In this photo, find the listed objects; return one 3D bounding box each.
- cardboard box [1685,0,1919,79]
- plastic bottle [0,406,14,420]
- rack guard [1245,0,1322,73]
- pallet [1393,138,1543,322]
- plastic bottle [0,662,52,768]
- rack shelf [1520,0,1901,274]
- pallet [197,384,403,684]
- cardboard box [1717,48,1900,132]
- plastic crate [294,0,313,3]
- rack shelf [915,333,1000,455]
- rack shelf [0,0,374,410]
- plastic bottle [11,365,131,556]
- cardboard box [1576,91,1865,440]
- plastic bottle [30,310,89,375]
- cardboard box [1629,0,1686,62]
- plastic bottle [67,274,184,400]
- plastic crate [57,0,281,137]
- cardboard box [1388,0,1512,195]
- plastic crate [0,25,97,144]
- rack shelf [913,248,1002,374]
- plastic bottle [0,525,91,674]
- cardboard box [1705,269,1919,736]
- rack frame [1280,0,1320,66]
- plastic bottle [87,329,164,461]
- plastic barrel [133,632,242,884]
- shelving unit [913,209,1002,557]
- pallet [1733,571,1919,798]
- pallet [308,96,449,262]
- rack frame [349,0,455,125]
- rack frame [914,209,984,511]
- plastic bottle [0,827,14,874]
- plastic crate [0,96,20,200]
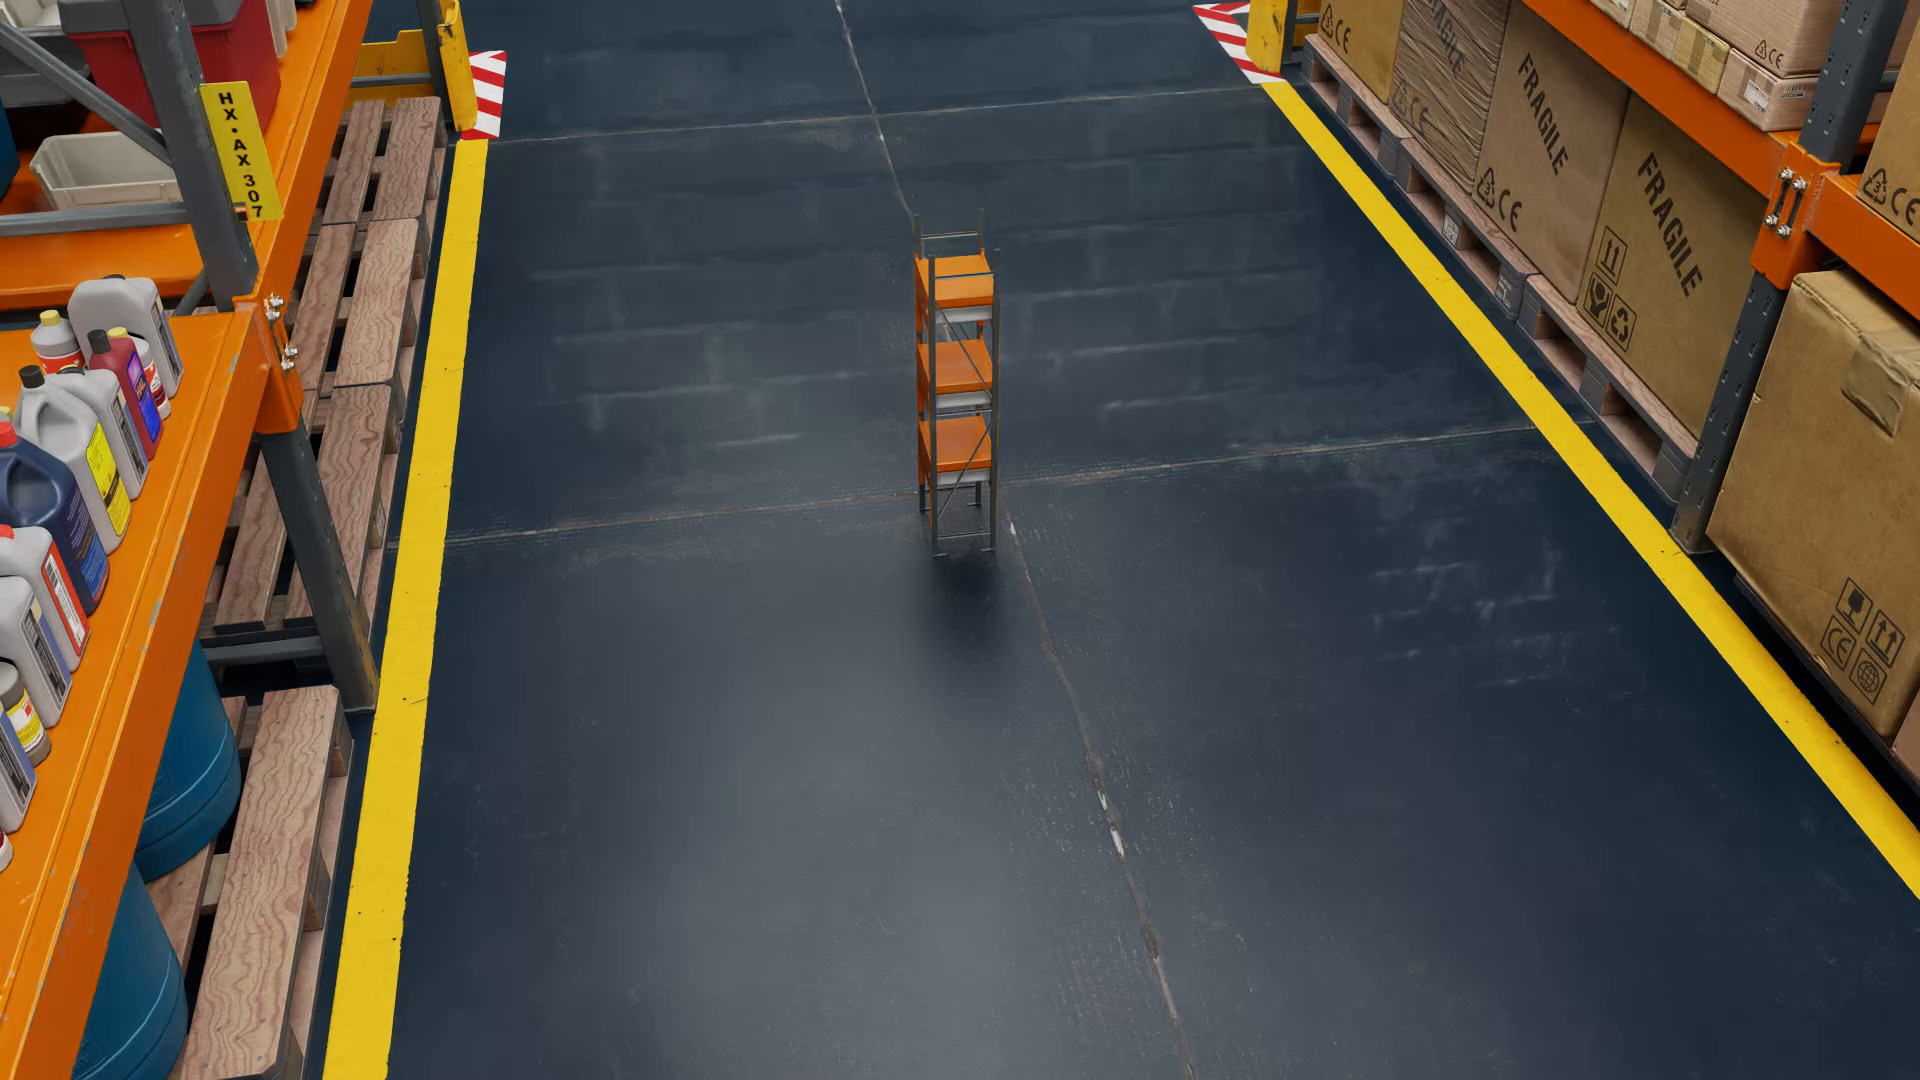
[{"bbox_3d":[2.411,-1.518,4.639,0.500,0.250,0.500,-7,38,-9],"label":"cardboard box"},{"bbox_3d":[-1.798,-0.161,3.175,0.097,0.201,0.097,0,38,0],"label":"plastic bottle"},{"bbox_3d":[2.041,-2.665,8.272,1.175,0.500,0.348,-6,38,-8],"label":"rack guard"},{"bbox_3d":[2.473,-1.326,6.785,1.003,0.211,1.213,-6,38,-8],"label":"pallet"},{"bbox_3d":[-1.519,0.267,2.623,0.097,0.201,0.097,0,38,0],"label":"plastic bottle"},{"bbox_3d":[2.396,-2.145,6.153,1.077,0.370,4.000,-6,38,-8],"label":"rack shelf"},{"bbox_3d":[-2.297,-0.027,5.113,1.003,0.211,1.213,-6,38,-8],"label":"pallet"},{"bbox_3d":[2.371,-1.271,4.646,0.380,0.149,0.250,-6,38,-8],"label":"cardboard box"},{"bbox_3d":[-2.218,-1.849,5.273,0.416,0.233,0.300,-6,38,-8],"label":"plastic crate"},{"bbox_3d":[-0.009,-0.439,4.976,0.215,0.259,0.240,-6,38,-8],"label":"rack shelf"},{"bbox_3d":[-2.480,-1.612,5.467,1.077,0.370,4.000,-6,38,-8],"label":"rack shelf"},{"bbox_3d":[-1.646,-0.149,3.037,0.144,0.351,0.185,-6,38,-8],"label":"plastic bottle"},{"bbox_3d":[2.710,-0.955,5.424,0.875,0.875,0.875,-6,38,-8],"label":"cardboard box"},{"bbox_3d":[-1.862,-0.382,3.459,0.097,0.201,0.097,0,38,0],"label":"plastic bottle"},{"bbox_3d":[2.281,-1.581,5.045,0.380,0.149,0.250,-7,38,-9],"label":"cardboard box"},{"bbox_3d":[-1.742,-0.436,3.468,0.152,0.276,0.135,-6,38,-8],"label":"plastic bottle"},{"bbox_3d":[-2.039,-1.304,4.382,0.402,0.464,0.583,-6,38,-8],"label":"plastic crate"},{"bbox_3d":[2.396,-2.036,6.816,0.875,0.875,0.875,-6,38,-8],"label":"cardboard box"},{"bbox_3d":[-2.590,-1.251,4.590,0.437,0.125,0.590,-6,38,-8],"label":"plastic crate"},{"bbox_3d":[-0.009,-0.663,4.802,0.215,0.259,0.240,-6,38,-8],"label":"rack shelf"},{"bbox_3d":[-1.590,0.089,2.791,0.152,0.276,0.135,-6,38,-8],"label":"plastic bottle"},{"bbox_3d":[2.879,-0.164,4.405,1.225,0.875,0.875,-6,38,-8],"label":"cardboard box"},{"bbox_3d":[2.045,-3.637,7.487,1.000,3.000,0.127,-6,38,-8],"label":"rack frame"},{"bbox_3d":[-1.657,-0.304,3.292,0.061,0.283,0.133,-6,38,-8],"label":"plastic bottle"},{"bbox_3d":[-2.051,0.305,3.781,0.600,0.901,0.708,-6,38,-8],"label":"plastic barrel"},{"bbox_3d":[-0.009,-0.447,4.970,0.215,1.050,0.252,-6,38,-8],"label":"shelving unit"},{"bbox_3d":[2.956,0.338,4.643,1.003,0.211,1.213,-6,38,-8],"label":"pallet"},{"bbox_3d":[-2.724,-1.501,7.010,1.003,0.211,1.213,-6,38,-8],"label":"pallet"},{"bbox_3d":[-2.831,-3.104,6.801,1.000,3.000,0.127,-6,38,-8],"label":"rack frame"},{"bbox_3d":[-0.031,-0.521,5.064,0.200,1.050,0.008,-6,38,-8],"label":"rack frame"},{"bbox_3d":[-1.478,0.407,2.443,0.097,0.201,0.097,0,38,0],"label":"plastic bottle"},{"bbox_3d":[-2.547,-0.951,3.993,0.392,0.384,0.575,-6,38,-8],"label":"plastic crate"}]
